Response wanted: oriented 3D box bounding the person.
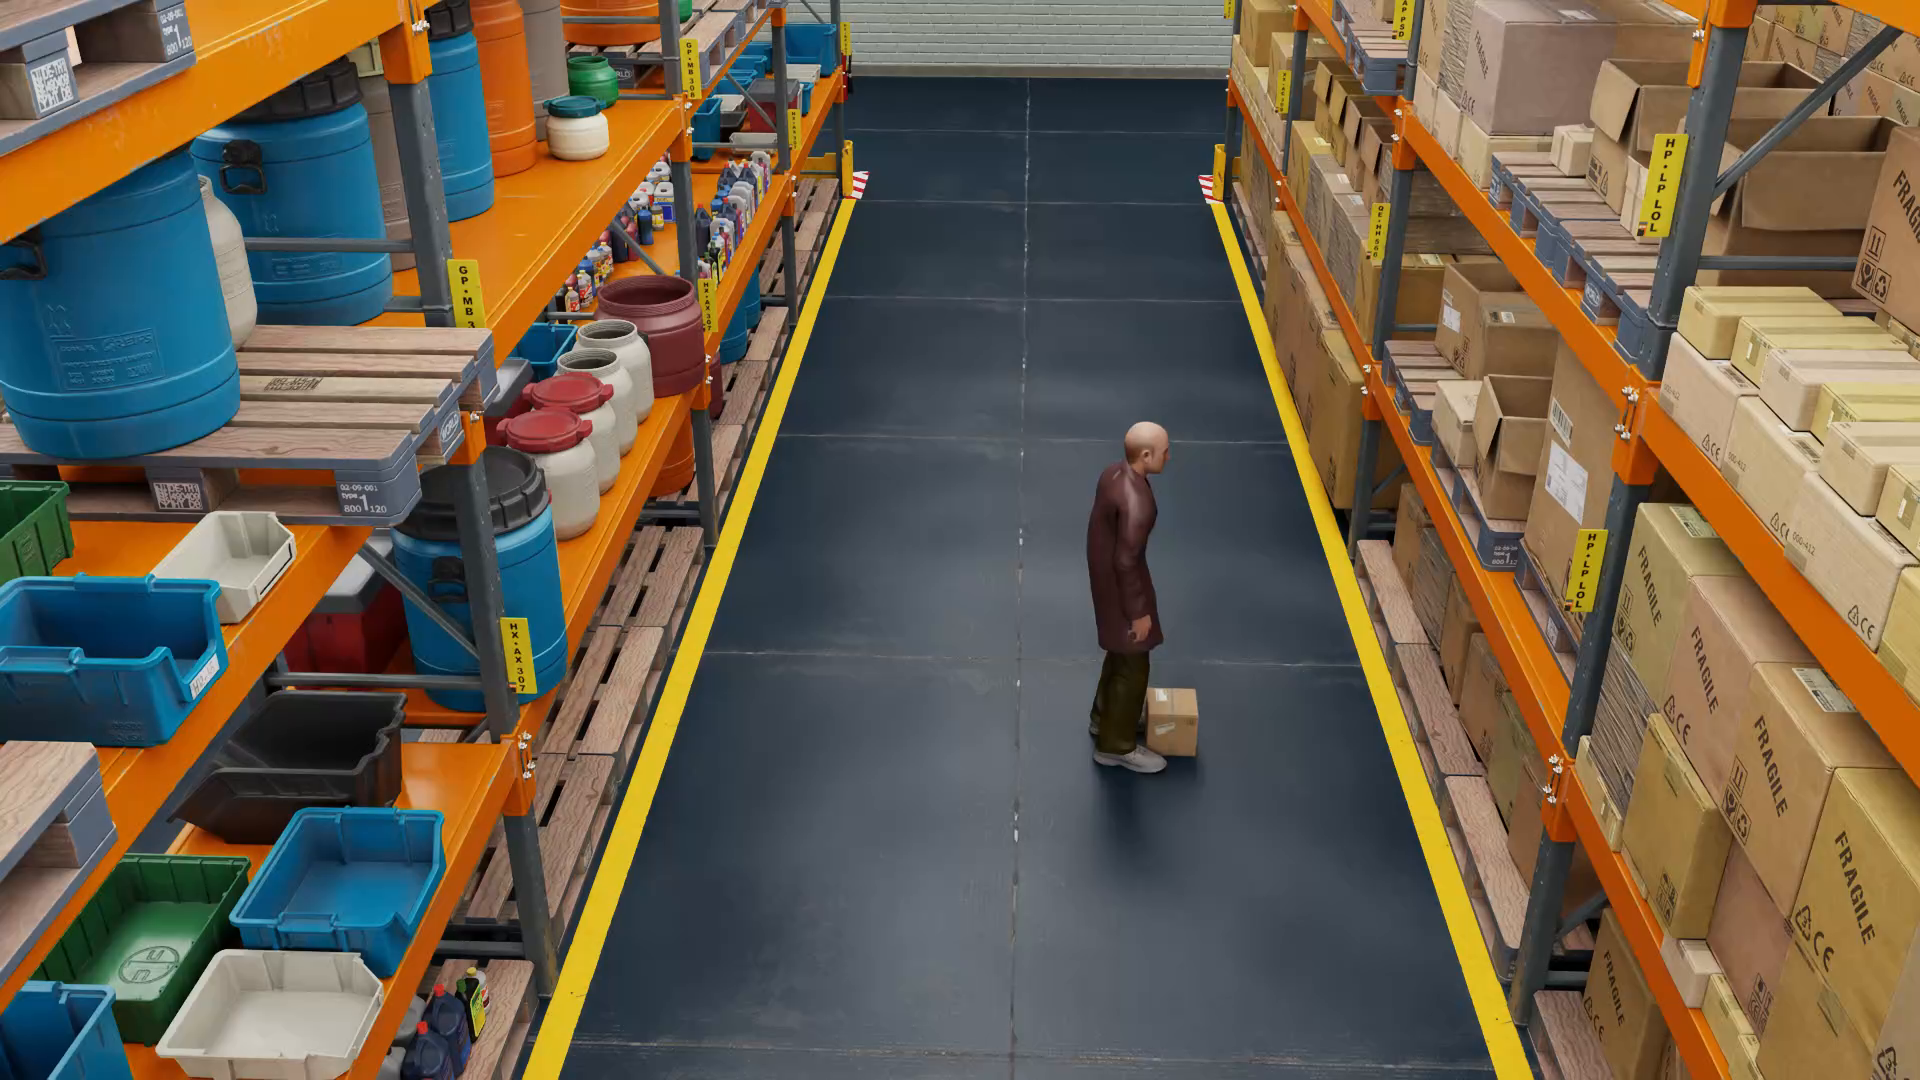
[{"bbox_3d":[0.828,0.281,8.173,0.429,1.705,0.644,0,28,-1],"label":"person"}]
